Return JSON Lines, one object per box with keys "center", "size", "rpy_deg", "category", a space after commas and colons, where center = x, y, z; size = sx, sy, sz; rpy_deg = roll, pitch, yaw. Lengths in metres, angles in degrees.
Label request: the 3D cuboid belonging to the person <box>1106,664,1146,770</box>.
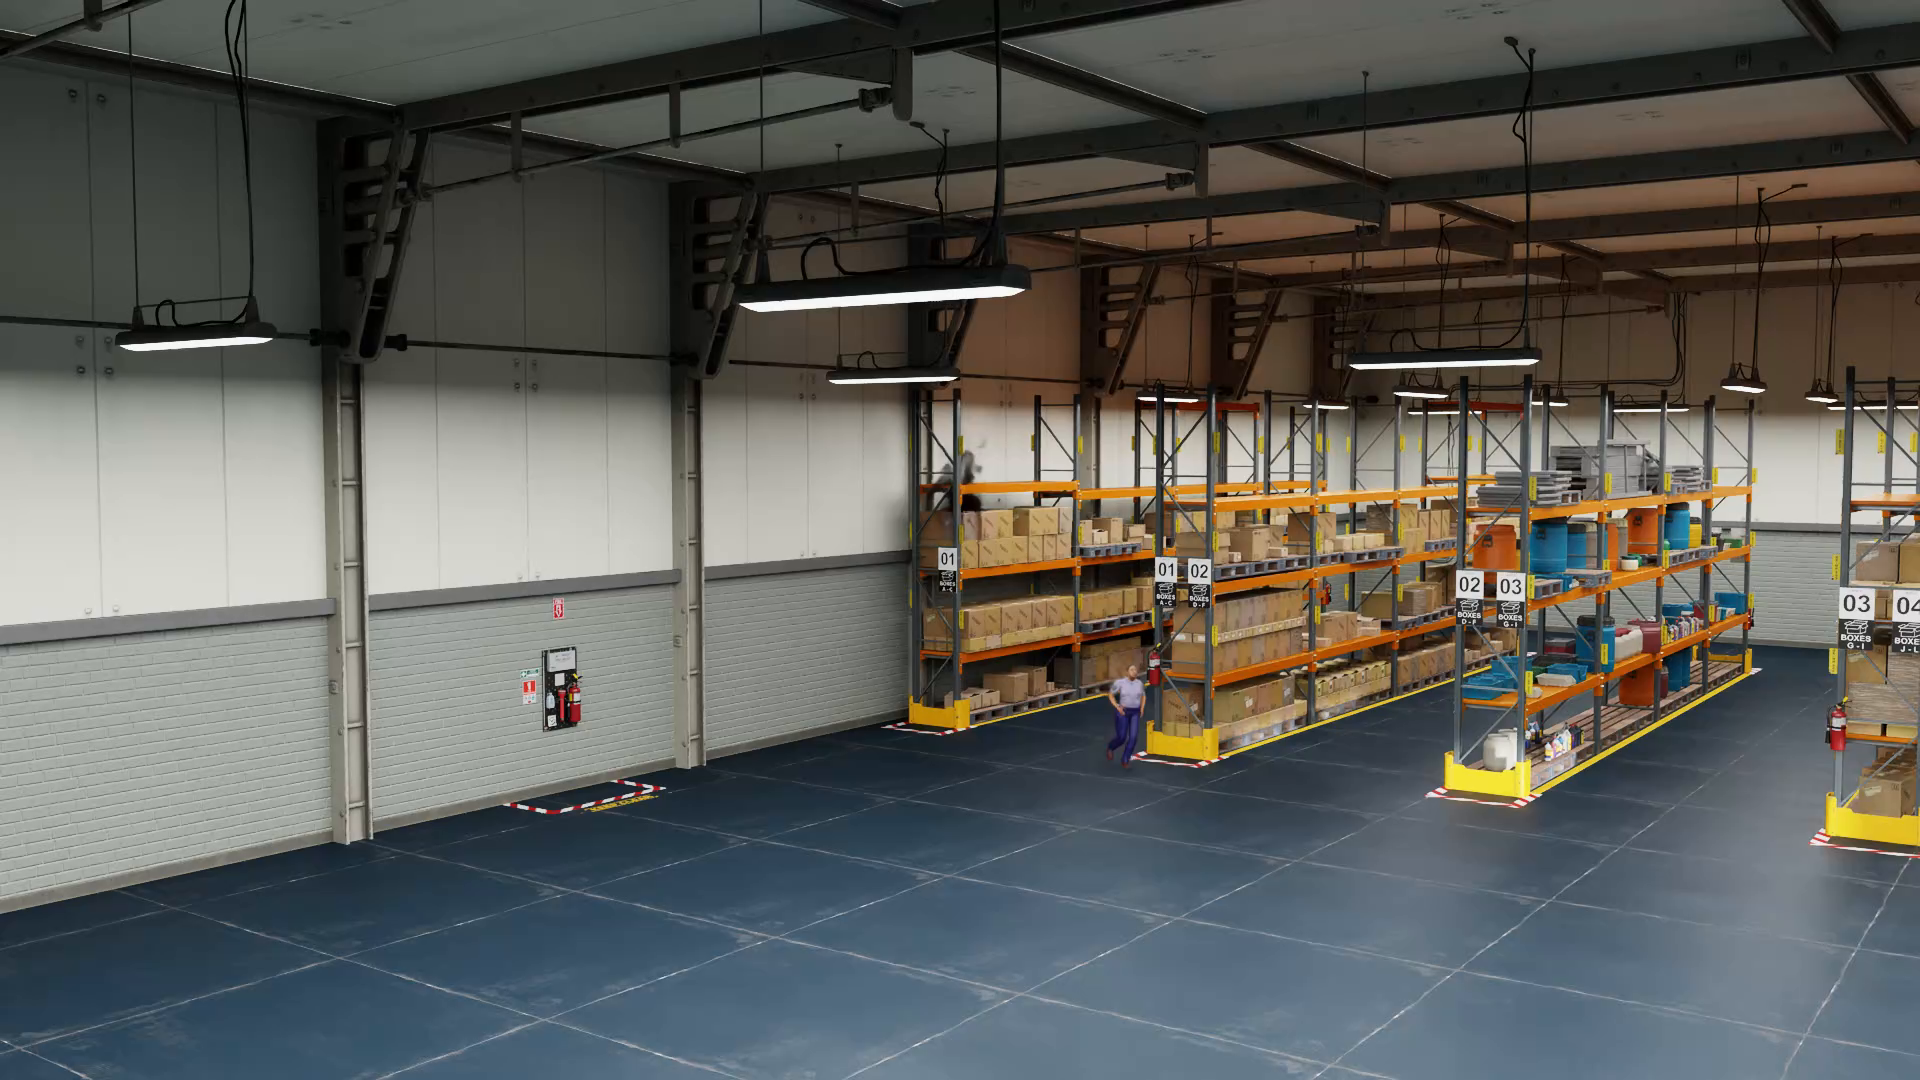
{"center": [2.623, 2.744, 25.933], "size": [0.622, 1.620, 0.630], "rpy_deg": [-1, 3, -17], "category": "person"}
